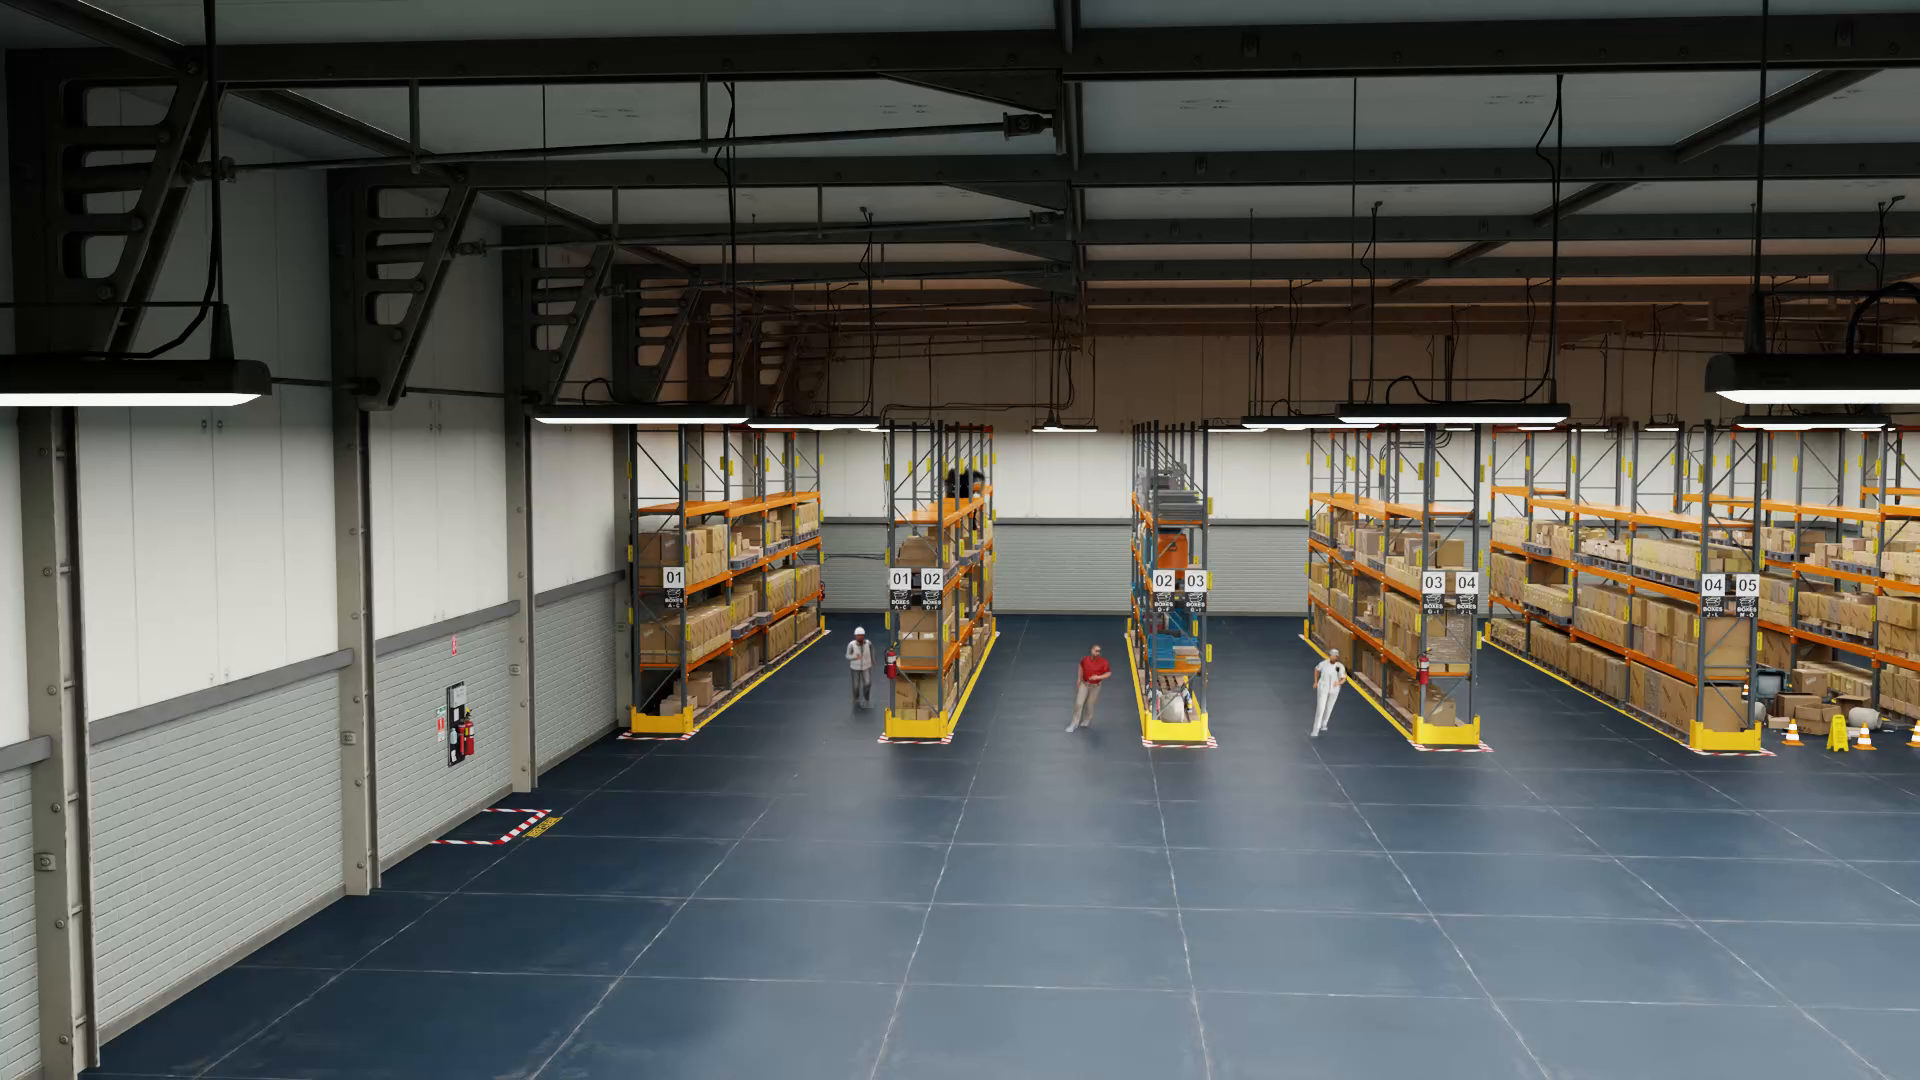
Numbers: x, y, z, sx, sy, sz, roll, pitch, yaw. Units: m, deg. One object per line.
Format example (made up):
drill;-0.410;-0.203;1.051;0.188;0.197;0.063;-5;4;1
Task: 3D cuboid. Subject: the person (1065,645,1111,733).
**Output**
person;2.498;2.852;32.165;0.845;1.692;0.747;1;4;10

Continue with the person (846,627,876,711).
person;-2.071;2.671;34.674;0.651;1.741;0.985;-1;4;-9

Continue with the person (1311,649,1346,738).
person;6.998;2.884;31.656;0.677;1.645;0.828;0;4;6

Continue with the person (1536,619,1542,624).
person;16.478;1.900;46.645;0.712;1.782;0.956;-3;4;-35
